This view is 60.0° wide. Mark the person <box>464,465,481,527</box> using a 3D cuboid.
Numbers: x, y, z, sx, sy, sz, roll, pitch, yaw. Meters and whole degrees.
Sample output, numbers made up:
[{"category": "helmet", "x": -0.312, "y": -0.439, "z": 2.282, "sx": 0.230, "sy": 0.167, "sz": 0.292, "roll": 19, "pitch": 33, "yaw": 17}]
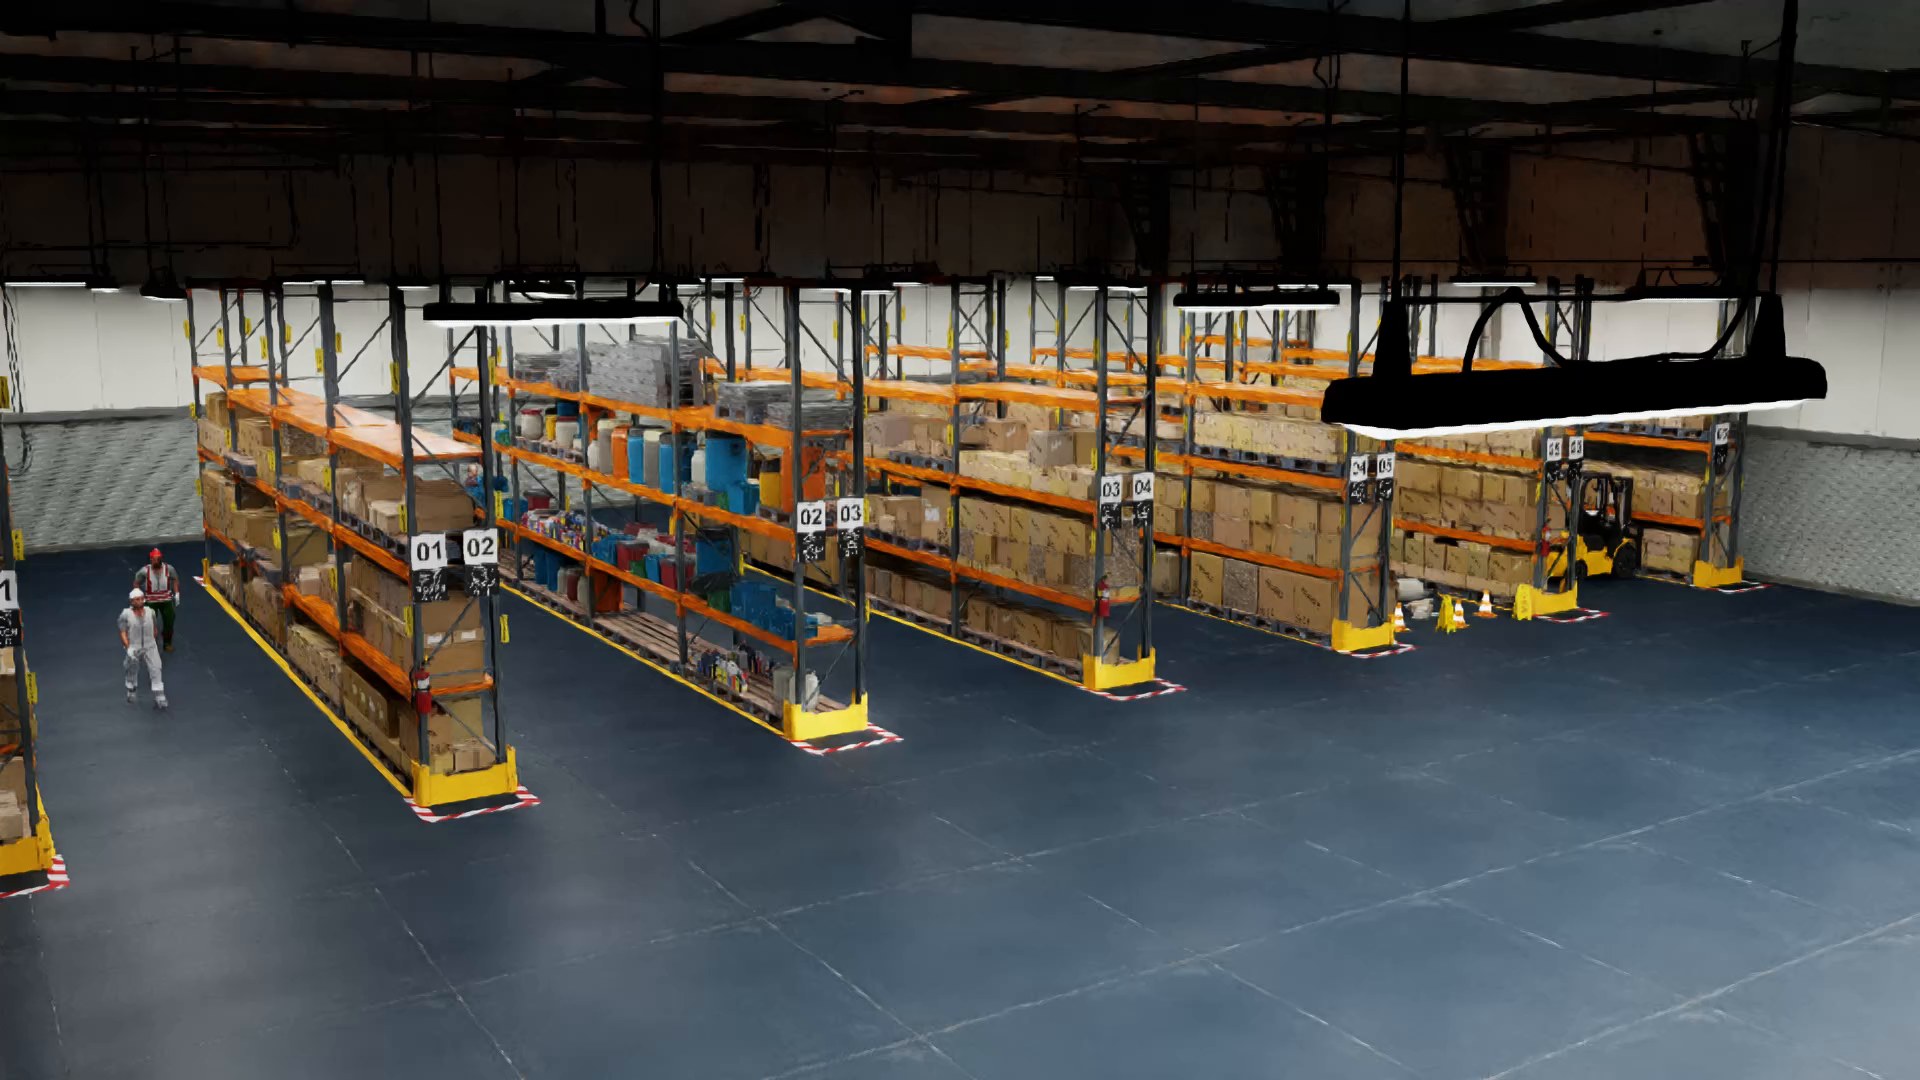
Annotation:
[{"category": "person", "x": -11.023, "y": -0.796, "z": 37.418, "sx": 0.500, "sy": 1.774, "sz": 0.751, "roll": 1, "pitch": 10, "yaw": 8}]

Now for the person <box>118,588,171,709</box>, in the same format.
[{"category": "person", "x": -11.631, "y": 1.536, "z": 23.609, "sx": 0.528, "sy": 1.727, "sz": 1.030, "roll": -8, "pitch": 12, "yaw": -39}]

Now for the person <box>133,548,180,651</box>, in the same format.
[{"category": "person", "x": -13.020, "y": 0.981, "z": 26.994, "sx": 0.677, "sy": 1.742, "sz": 0.552, "roll": -6, "pitch": 11, "yaw": -33}]
